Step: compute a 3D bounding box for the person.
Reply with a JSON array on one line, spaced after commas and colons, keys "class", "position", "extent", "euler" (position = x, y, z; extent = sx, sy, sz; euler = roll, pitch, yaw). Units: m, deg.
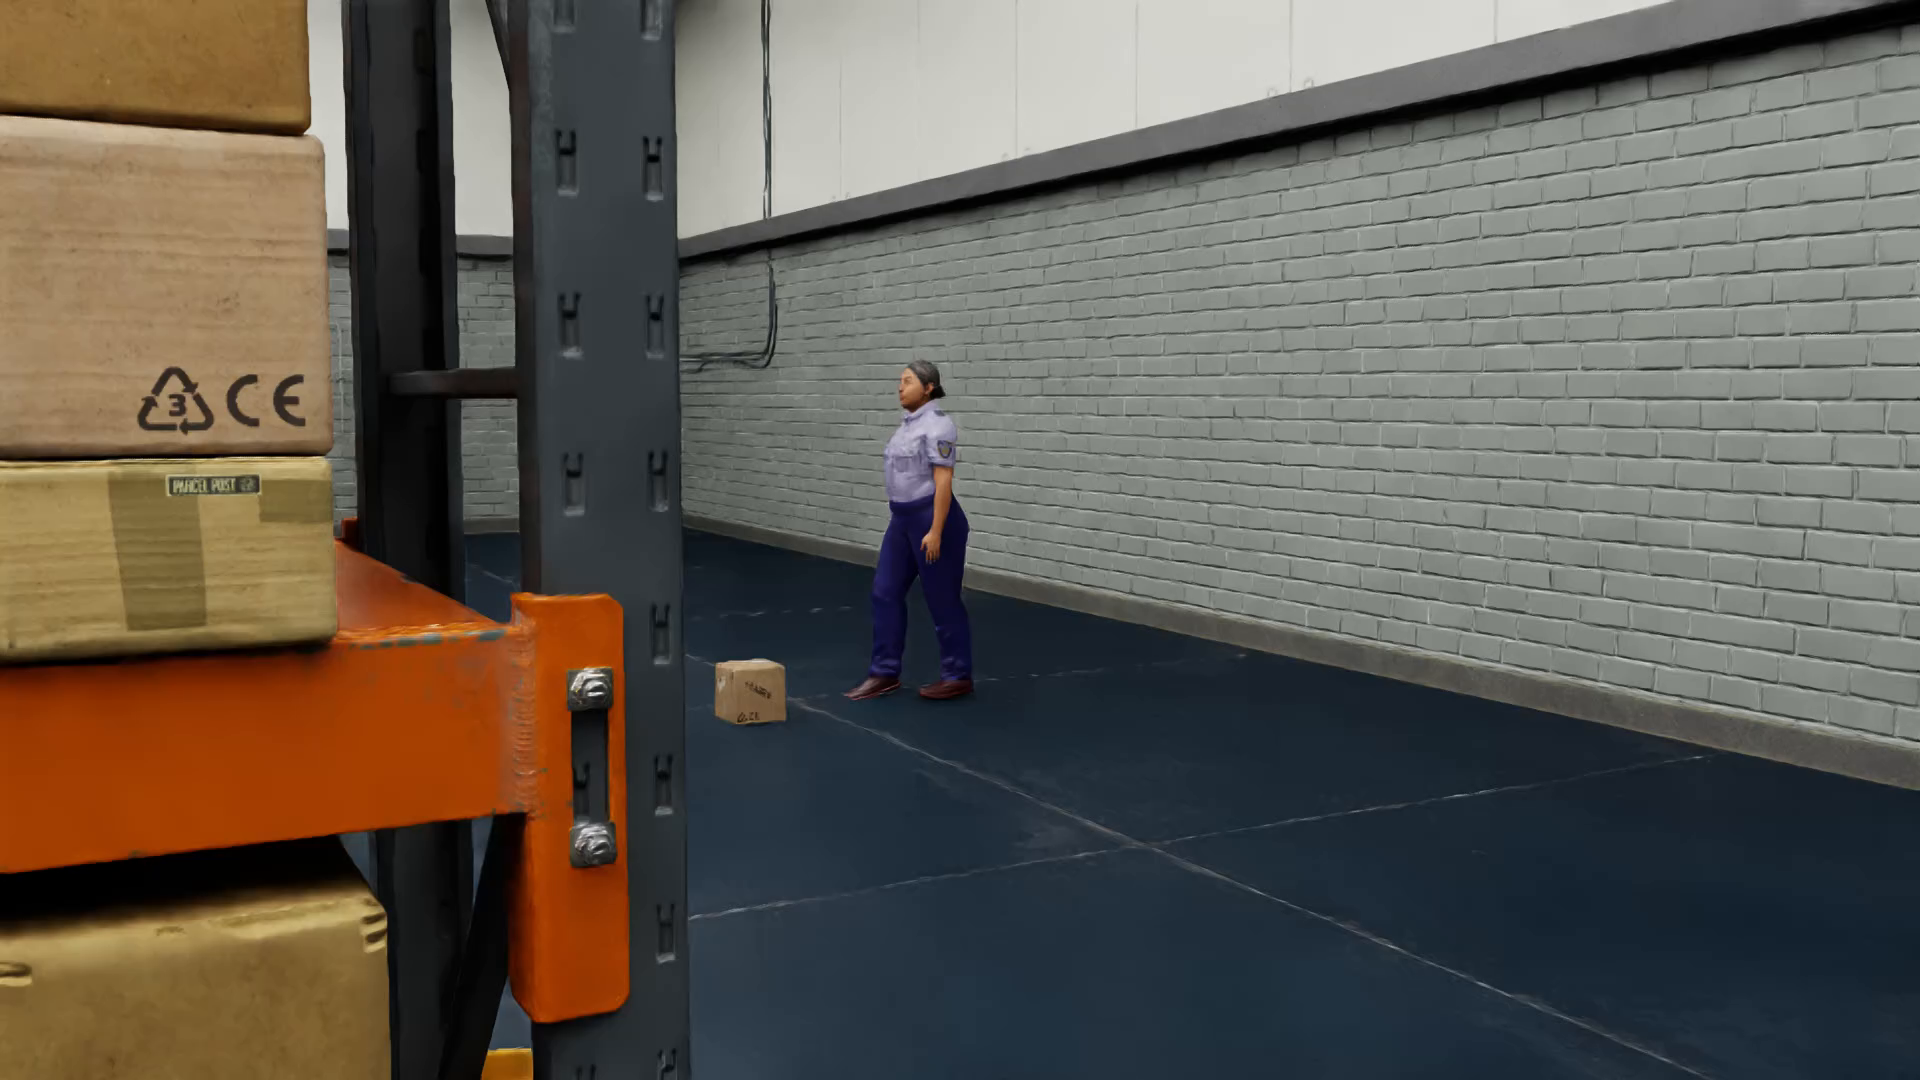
[{"class": "person", "position": [-0.221, -0.037, 8.041], "extent": [0.587, 1.667, 0.496], "euler": [-3, 6, -29]}]
